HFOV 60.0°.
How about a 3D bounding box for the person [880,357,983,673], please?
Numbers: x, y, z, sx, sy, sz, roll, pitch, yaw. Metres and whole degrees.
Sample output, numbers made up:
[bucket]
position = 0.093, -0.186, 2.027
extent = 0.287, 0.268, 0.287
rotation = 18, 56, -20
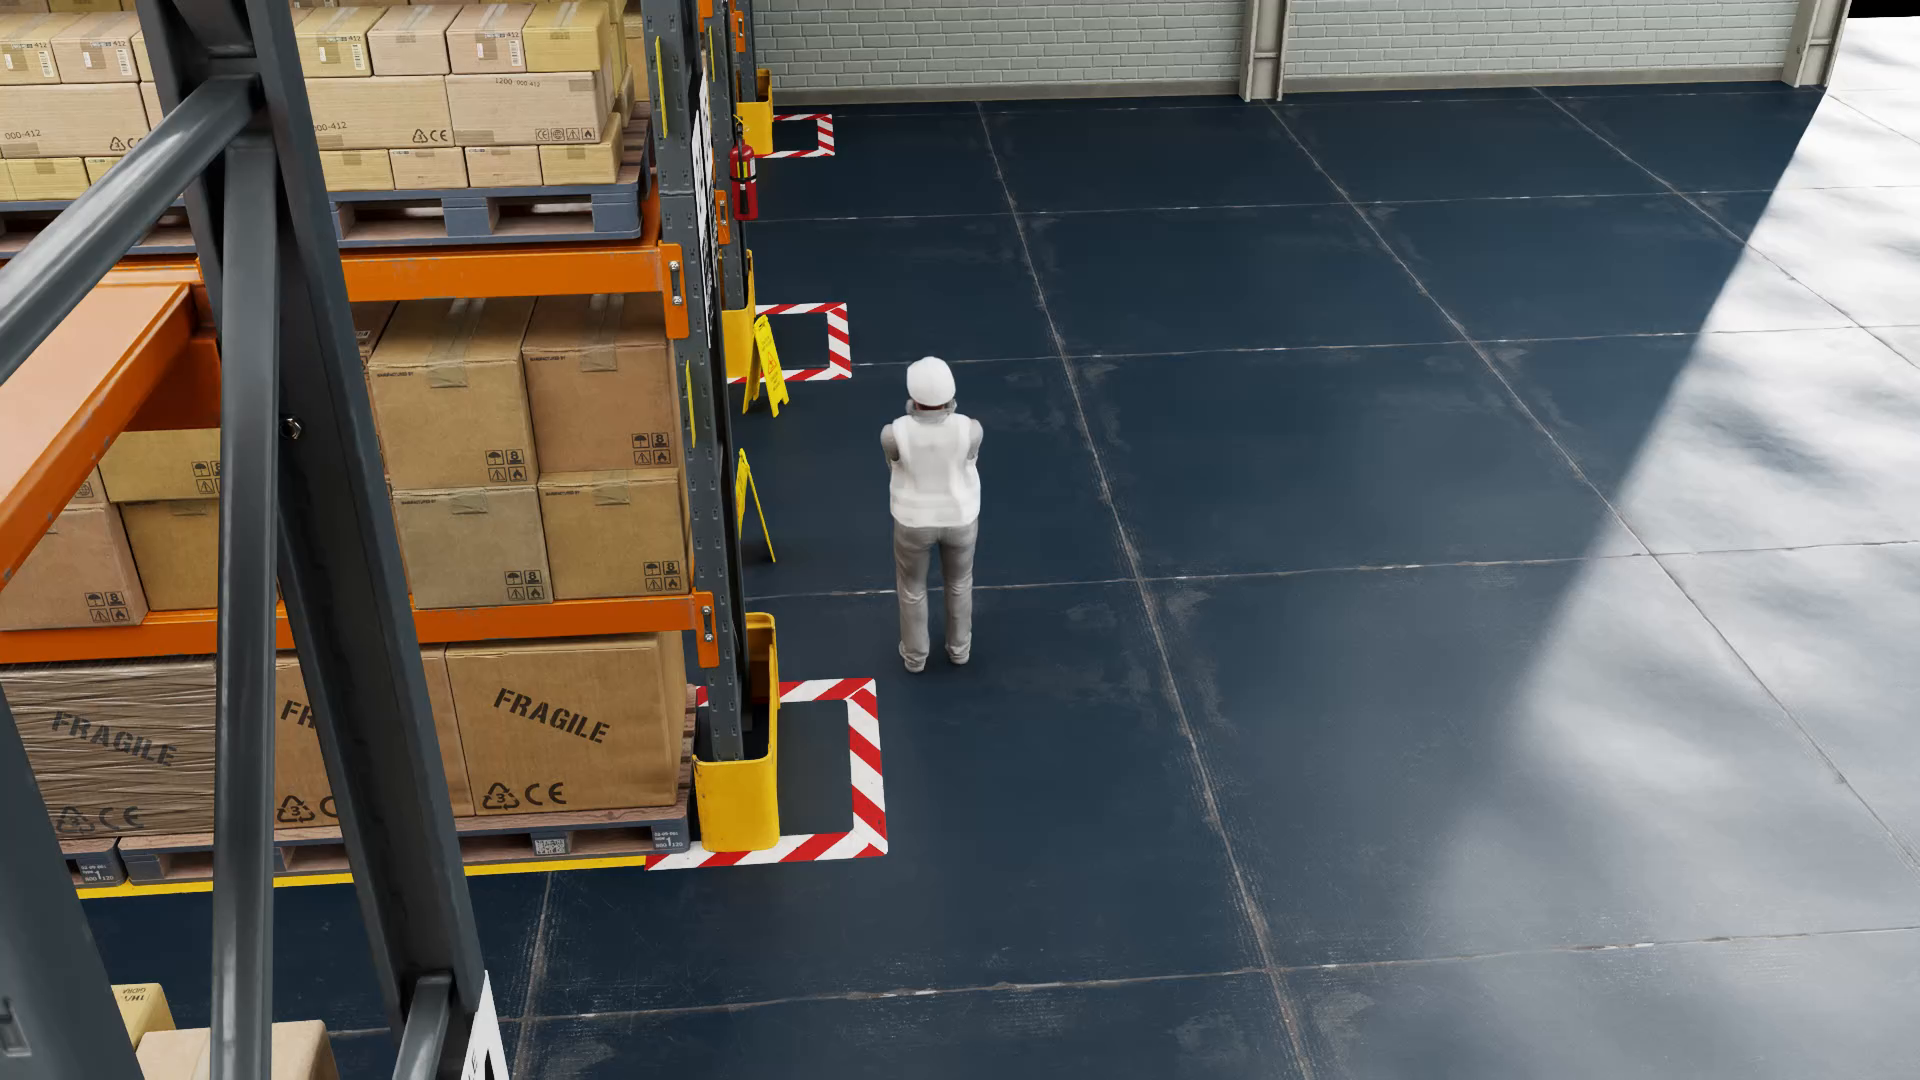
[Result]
[person]
position = -0.145, -0.166, 8.300
extent = 0.494, 1.762, 0.554
rotation = -3, 31, -4
